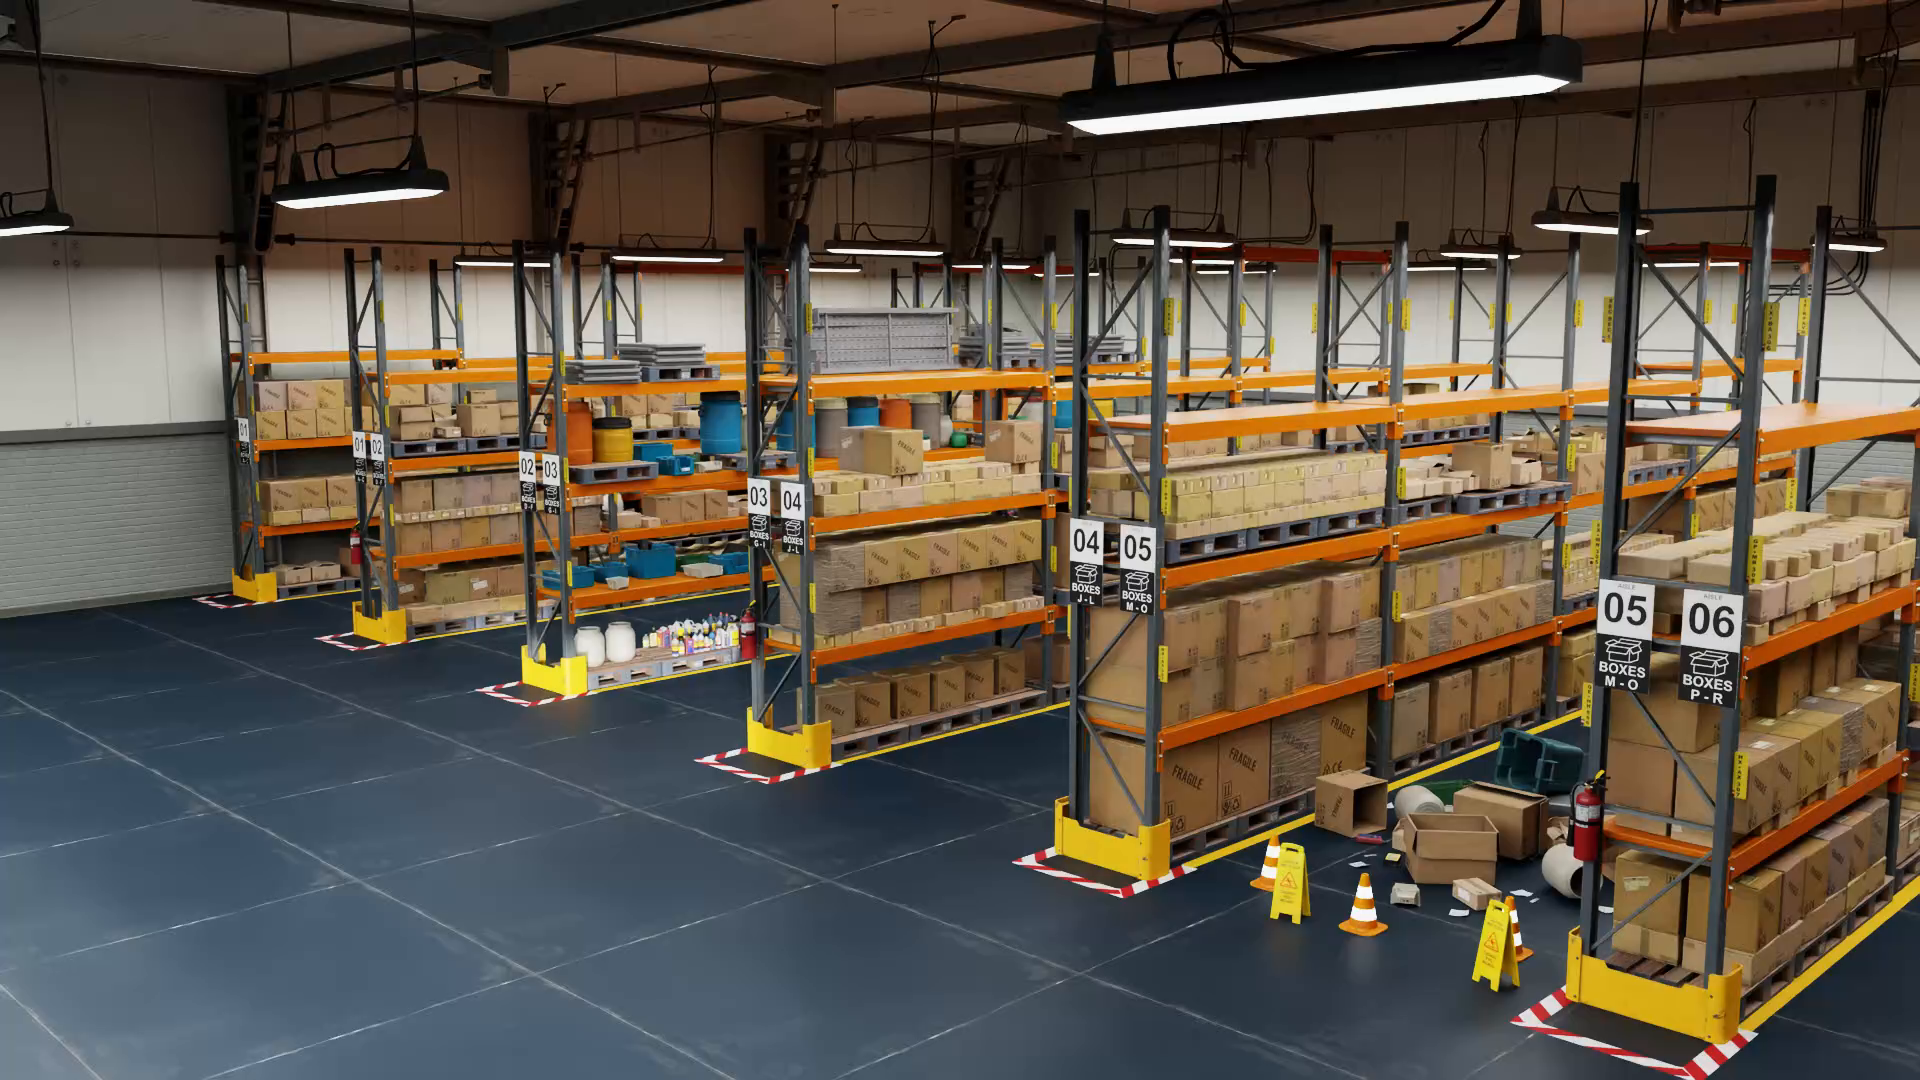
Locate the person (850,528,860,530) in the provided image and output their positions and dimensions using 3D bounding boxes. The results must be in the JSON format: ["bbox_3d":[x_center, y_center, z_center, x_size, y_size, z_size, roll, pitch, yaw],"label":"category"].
[{"bbox_3d":[-1.680,0.130,27.492,0.536,1.759,0.568,4,9,27],"label":"person"}]

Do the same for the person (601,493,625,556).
[{"bbox_3d":[-6.813,-0.326,32.527,0.542,1.759,0.539,-1,8,-6],"label":"person"}]
